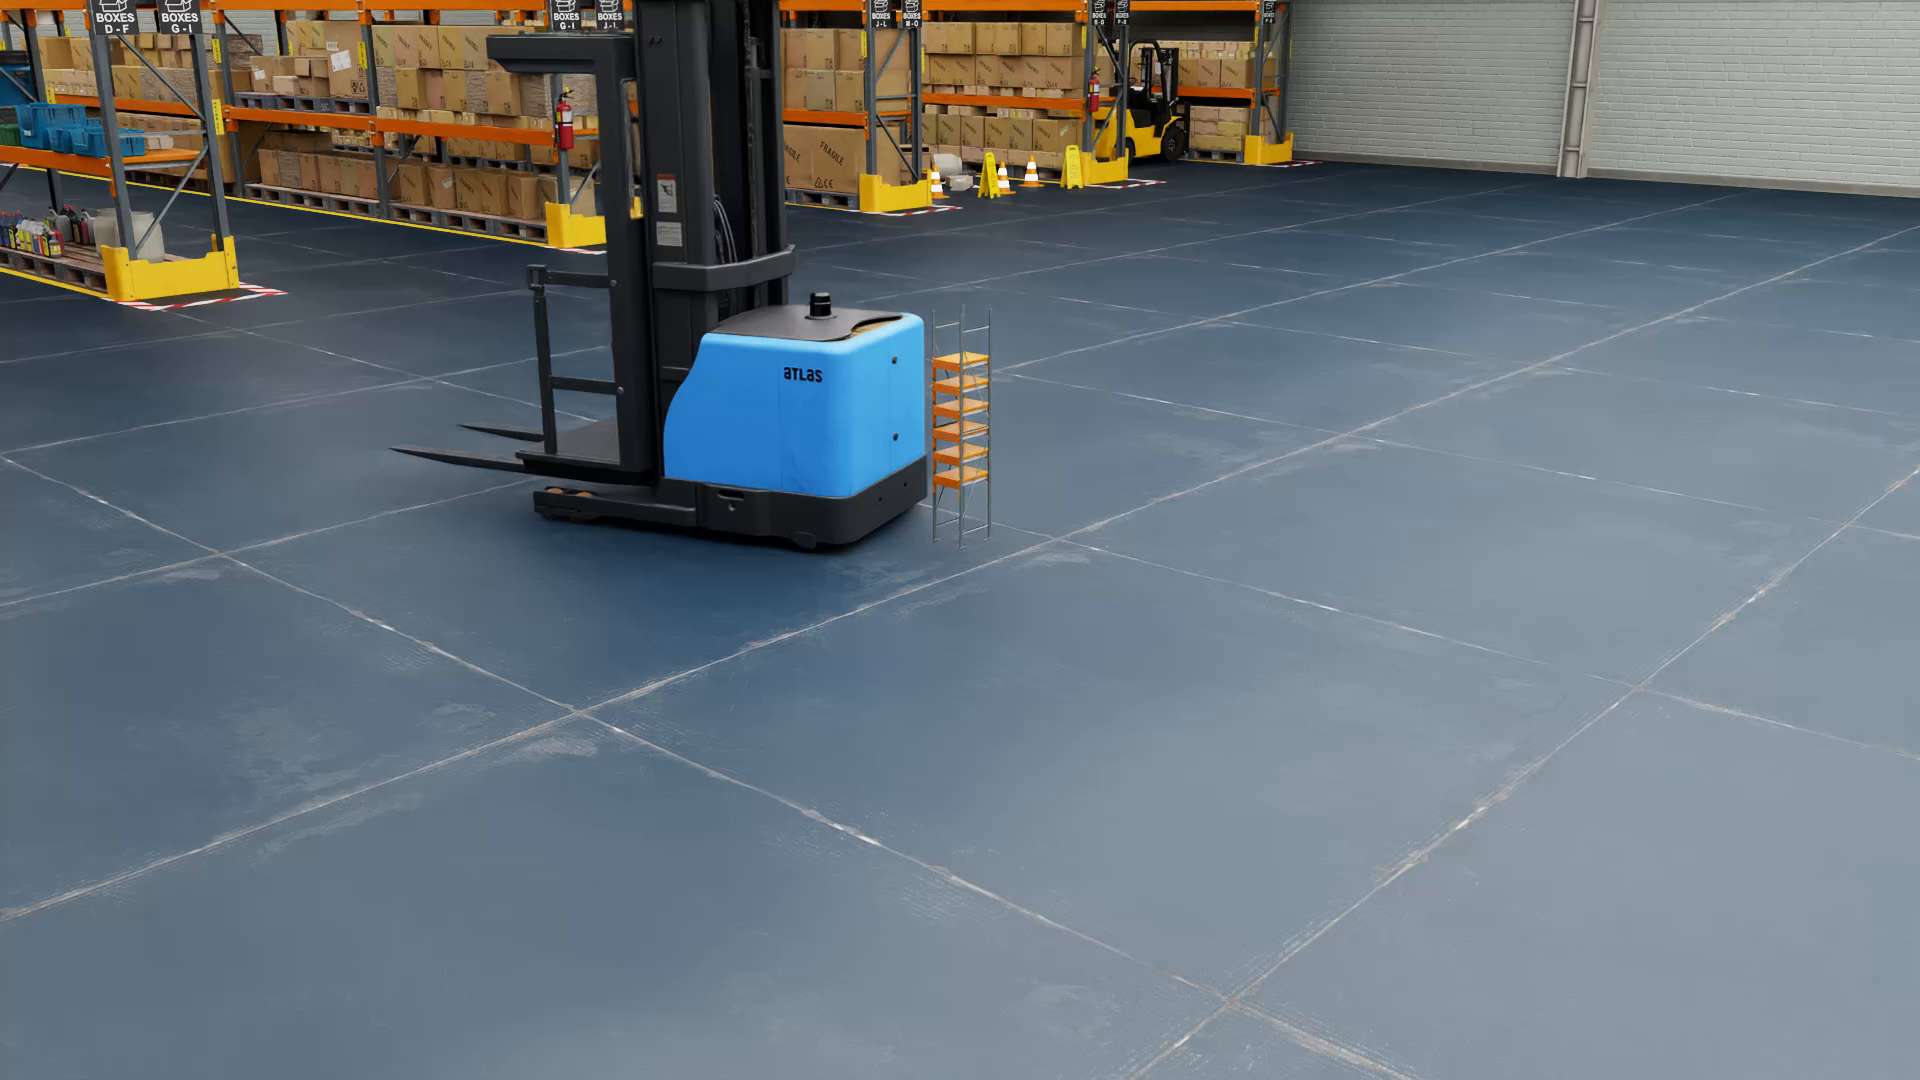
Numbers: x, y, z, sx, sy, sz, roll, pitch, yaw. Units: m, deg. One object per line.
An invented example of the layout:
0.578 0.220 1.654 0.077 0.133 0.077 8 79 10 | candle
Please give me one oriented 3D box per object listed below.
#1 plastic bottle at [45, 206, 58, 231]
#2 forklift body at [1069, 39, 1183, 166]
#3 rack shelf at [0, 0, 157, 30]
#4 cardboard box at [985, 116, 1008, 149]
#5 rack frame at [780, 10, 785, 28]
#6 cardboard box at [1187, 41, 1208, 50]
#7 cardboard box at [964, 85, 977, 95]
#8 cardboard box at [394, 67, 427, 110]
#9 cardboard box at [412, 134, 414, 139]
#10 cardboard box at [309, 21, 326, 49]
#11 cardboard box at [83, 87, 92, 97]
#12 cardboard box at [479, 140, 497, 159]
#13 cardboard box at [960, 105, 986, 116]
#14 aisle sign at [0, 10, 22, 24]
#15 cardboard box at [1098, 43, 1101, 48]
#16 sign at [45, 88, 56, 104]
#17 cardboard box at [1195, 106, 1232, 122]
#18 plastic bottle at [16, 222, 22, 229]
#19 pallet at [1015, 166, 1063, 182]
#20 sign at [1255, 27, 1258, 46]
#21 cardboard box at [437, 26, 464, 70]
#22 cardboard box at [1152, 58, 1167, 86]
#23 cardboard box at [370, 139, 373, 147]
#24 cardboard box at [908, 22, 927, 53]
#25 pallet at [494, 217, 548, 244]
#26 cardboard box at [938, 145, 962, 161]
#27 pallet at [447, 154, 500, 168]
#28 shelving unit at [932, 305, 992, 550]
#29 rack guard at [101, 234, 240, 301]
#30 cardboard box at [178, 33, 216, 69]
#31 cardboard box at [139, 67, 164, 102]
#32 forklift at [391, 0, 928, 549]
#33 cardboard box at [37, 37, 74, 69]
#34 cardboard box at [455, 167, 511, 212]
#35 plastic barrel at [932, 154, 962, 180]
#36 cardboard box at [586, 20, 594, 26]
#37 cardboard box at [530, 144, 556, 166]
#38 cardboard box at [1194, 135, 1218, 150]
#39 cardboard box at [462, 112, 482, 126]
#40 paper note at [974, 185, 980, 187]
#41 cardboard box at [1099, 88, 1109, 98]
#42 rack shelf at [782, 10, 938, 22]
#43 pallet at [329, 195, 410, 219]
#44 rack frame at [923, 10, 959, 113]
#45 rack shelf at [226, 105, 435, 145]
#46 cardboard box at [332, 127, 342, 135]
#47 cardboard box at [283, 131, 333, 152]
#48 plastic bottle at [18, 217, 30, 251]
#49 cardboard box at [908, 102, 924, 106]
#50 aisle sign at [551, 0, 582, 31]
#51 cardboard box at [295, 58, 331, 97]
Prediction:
-9.976 -3.491 18.305 0.185 0.351 0.144 15 23 39 | plastic bottle
2.967 -7.888 29.910 1.214 2.155 2.313 15 23 39 | forklift body
-9.057 -5.326 16.666 4.000 0.370 1.077 15 23 39 | rack shelf
0.766 -6.756 27.553 0.500 0.500 0.500 14 23 38 | cardboard box
-3.679 -8.807 31.402 0.127 3.000 1.000 15 23 39 | rack frame
4.364 -9.030 30.376 0.250 0.149 0.380 16 23 41 | cardboard box
0.286 -7.489 27.666 0.250 0.149 0.380 15 23 40 | cardboard box
-6.619 -5.738 21.077 0.500 0.500 0.875 15 23 39 | cardboard box
-10.189 -7.628 31.217 0.250 0.149 0.380 15 23 40 | cardboard box
-11.958 -9.579 31.527 0.500 0.500 0.500 14 23 38 | cardboard box
-14.079 -7.338 27.191 0.250 0.149 0.380 15 23 38 | cardboard box
-7.941 -6.853 28.685 0.500 0.500 0.500 16 24 41 | cardboard box
0.217 -7.185 27.833 0.250 0.149 0.380 17 24 42 | cardboard box
-16.494 -9.356 28.837 0.004 0.787 0.394 15 23 39 | aisle sign
2.646 -9.495 31.841 0.250 0.149 0.380 16 23 40 | cardboard box
-10.180 -4.895 18.619 0.005 0.325 0.100 15 23 39 | sign
4.659 -7.813 30.471 0.500 0.250 0.500 16 23 40 | cardboard box
-9.949 -3.235 17.630 0.097 0.271 0.097 0 18 0 | plastic bottle
1.663 -6.058 27.350 1.213 0.211 1.003 15 23 39 | pallet
5.226 -8.869 29.293 0.005 0.325 0.100 15 23 39 | sign
-5.968 -5.981 20.189 0.500 0.500 0.500 15 23 39 | cardboard box
3.905 -8.719 30.960 0.500 0.500 0.500 15 23 40 | cardboard box
-10.780 -7.422 31.058 0.250 0.149 0.380 14 22 37 | cardboard box
-0.502 -8.532 28.227 0.500 0.500 0.700 15 23 39 | cardboard box
-4.915 -3.816 20.285 1.213 0.211 1.003 15 23 39 | pallet
-0.019 -6.609 28.329 0.500 0.250 0.500 17 24 42 | cardboard box
-8.381 -6.740 29.499 1.213 0.211 1.003 15 23 39 | pallet
0.011 -0.569 8.421 0.189 1.200 0.258 15 23 39 | shelving unit
-7.649 -2.651 16.138 0.348 0.500 1.175 15 23 39 | rack guard
-11.279 -7.372 25.059 0.637 0.503 0.797 16 23 40 | cardboard box
-12.320 -7.065 25.749 0.500 0.500 0.500 14 23 38 | cardboard box
-1.744 -1.623 8.881 3.031 2.935 1.130 7 19 22 | forklift
-15.296 -8.238 28.127 0.500 0.500 0.500 14 23 38 | cardboard box
-6.043 -4.461 21.146 0.500 0.500 0.500 13 22 34 | cardboard box
-0.246 -6.045 26.958 0.512 0.421 0.421 -3 18 -8 | plastic barrel
-7.418 -10.563 34.045 0.250 0.149 0.380 15 23 39 | cardboard box
-6.494 -6.652 27.637 0.750 0.750 1.050 15 23 39 | cardboard box
4.669 -7.339 30.628 0.500 0.250 0.500 15 23 39 | cardboard box
-5.816 -5.126 20.221 0.250 0.149 0.380 15 23 39 | cardboard box
0.276 -5.525 25.969 0.142 0.019 0.148 7 19 21 | paper note
2.187 -7.196 26.742 0.250 0.149 0.380 15 23 39 | cardboard box
-2.184 -9.492 29.792 4.000 0.370 1.077 15 23 39 | rack shelf
-7.849 -4.588 22.720 1.213 0.211 1.003 15 23 39 | pallet
-0.387 -9.930 34.943 0.127 3.000 1.000 15 23 39 | rack frame
-8.761 -5.820 23.181 4.000 0.370 1.077 15 23 39 | rack shelf
-11.861 -7.888 32.034 0.250 0.149 0.380 14 22 37 | cardboard box
-9.333 -5.708 23.805 0.500 0.250 0.500 -15 23 -40 | cardboard box
-9.766 -3.209 17.415 0.185 0.351 0.144 15 23 39 | plastic bottle
-0.925 -9.290 35.292 0.250 0.149 0.380 14 22 37 | cardboard box
-4.427 -6.117 18.630 0.004 0.787 0.394 15 23 39 | aisle sign
-8.623 -6.338 22.759 0.797 0.503 0.637 -15 23 -40 | cardboard box
